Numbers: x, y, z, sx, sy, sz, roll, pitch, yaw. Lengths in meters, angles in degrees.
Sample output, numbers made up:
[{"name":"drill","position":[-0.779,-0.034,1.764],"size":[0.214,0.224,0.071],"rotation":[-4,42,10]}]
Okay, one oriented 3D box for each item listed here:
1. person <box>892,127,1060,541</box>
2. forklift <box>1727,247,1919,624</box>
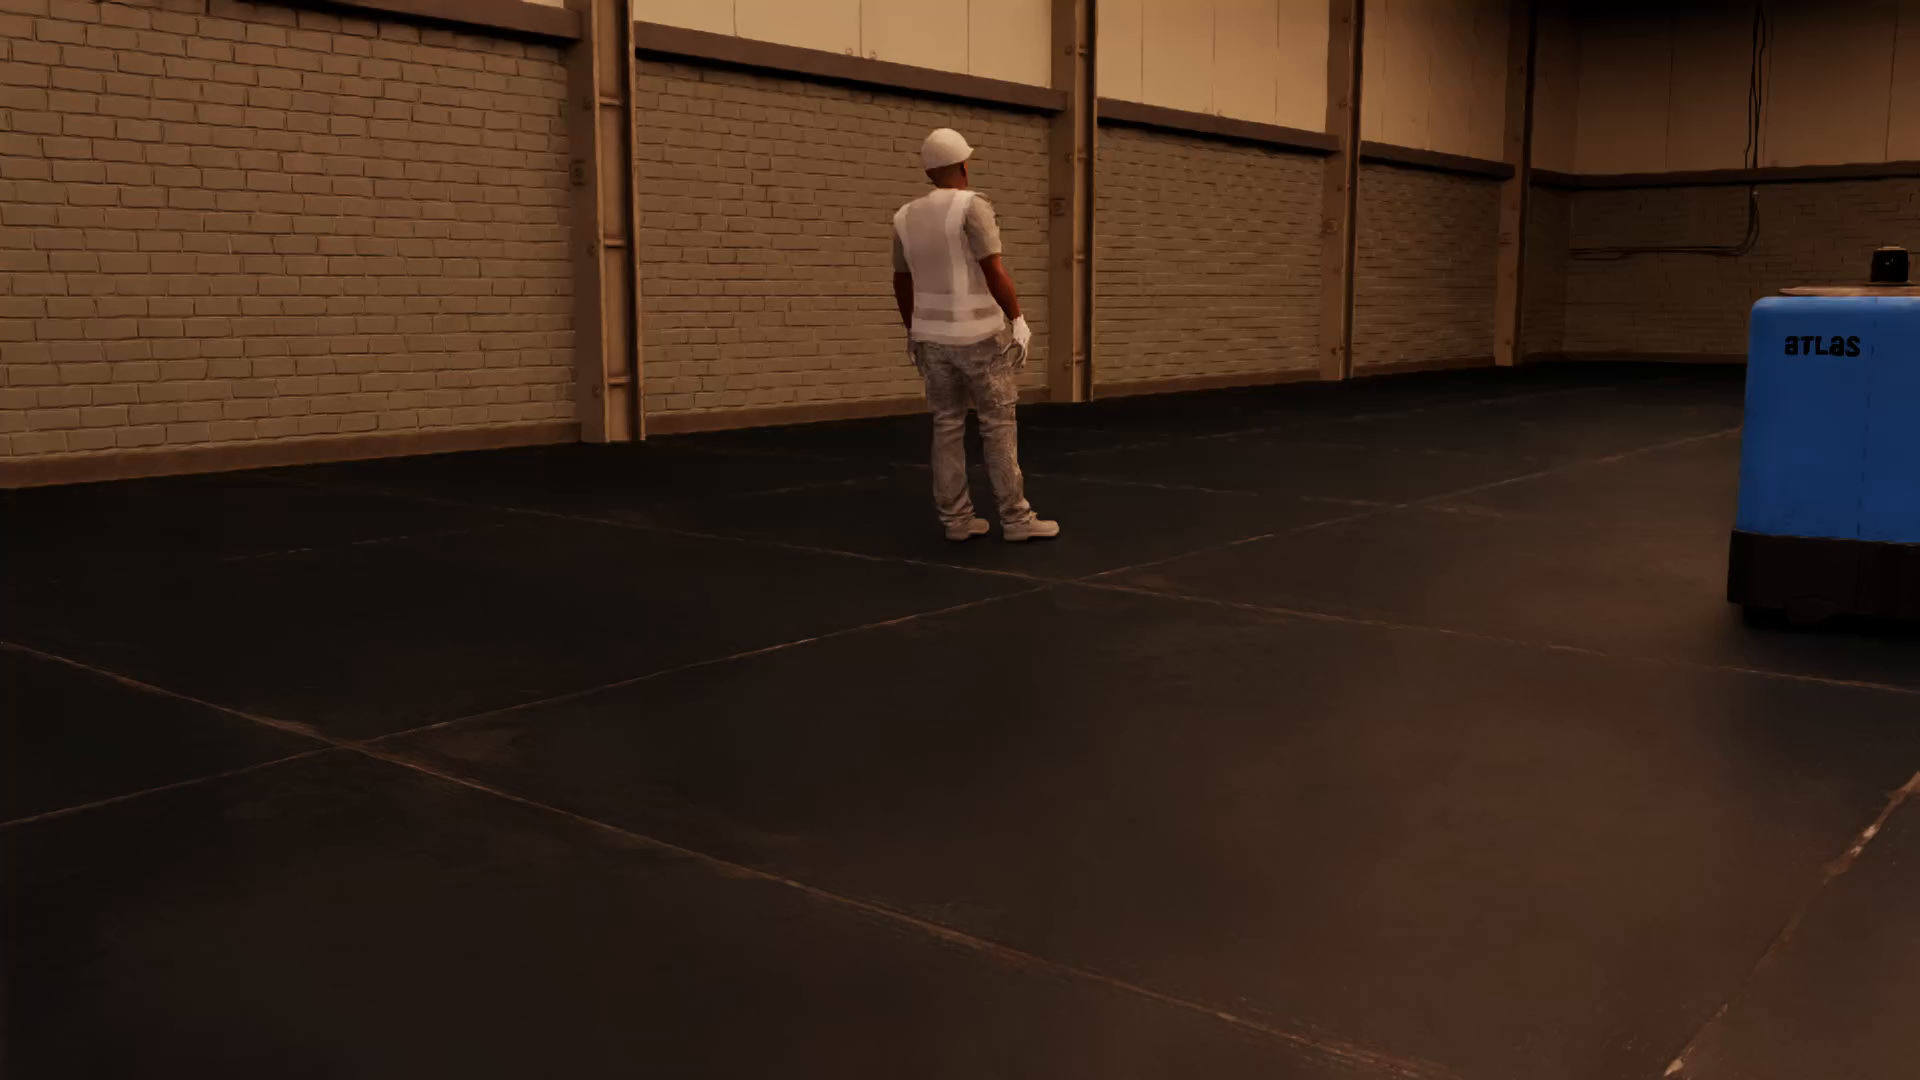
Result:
[{"name":"person","position":[0.052,-0.896,7.325],"size":[0.655,1.782,0.576],"rotation":[7,11,38]},{"name":"forklift","position":[4.090,-1.128,4.992],"size":[3.031,2.935,1.130],"rotation":[5,9,29]}]
